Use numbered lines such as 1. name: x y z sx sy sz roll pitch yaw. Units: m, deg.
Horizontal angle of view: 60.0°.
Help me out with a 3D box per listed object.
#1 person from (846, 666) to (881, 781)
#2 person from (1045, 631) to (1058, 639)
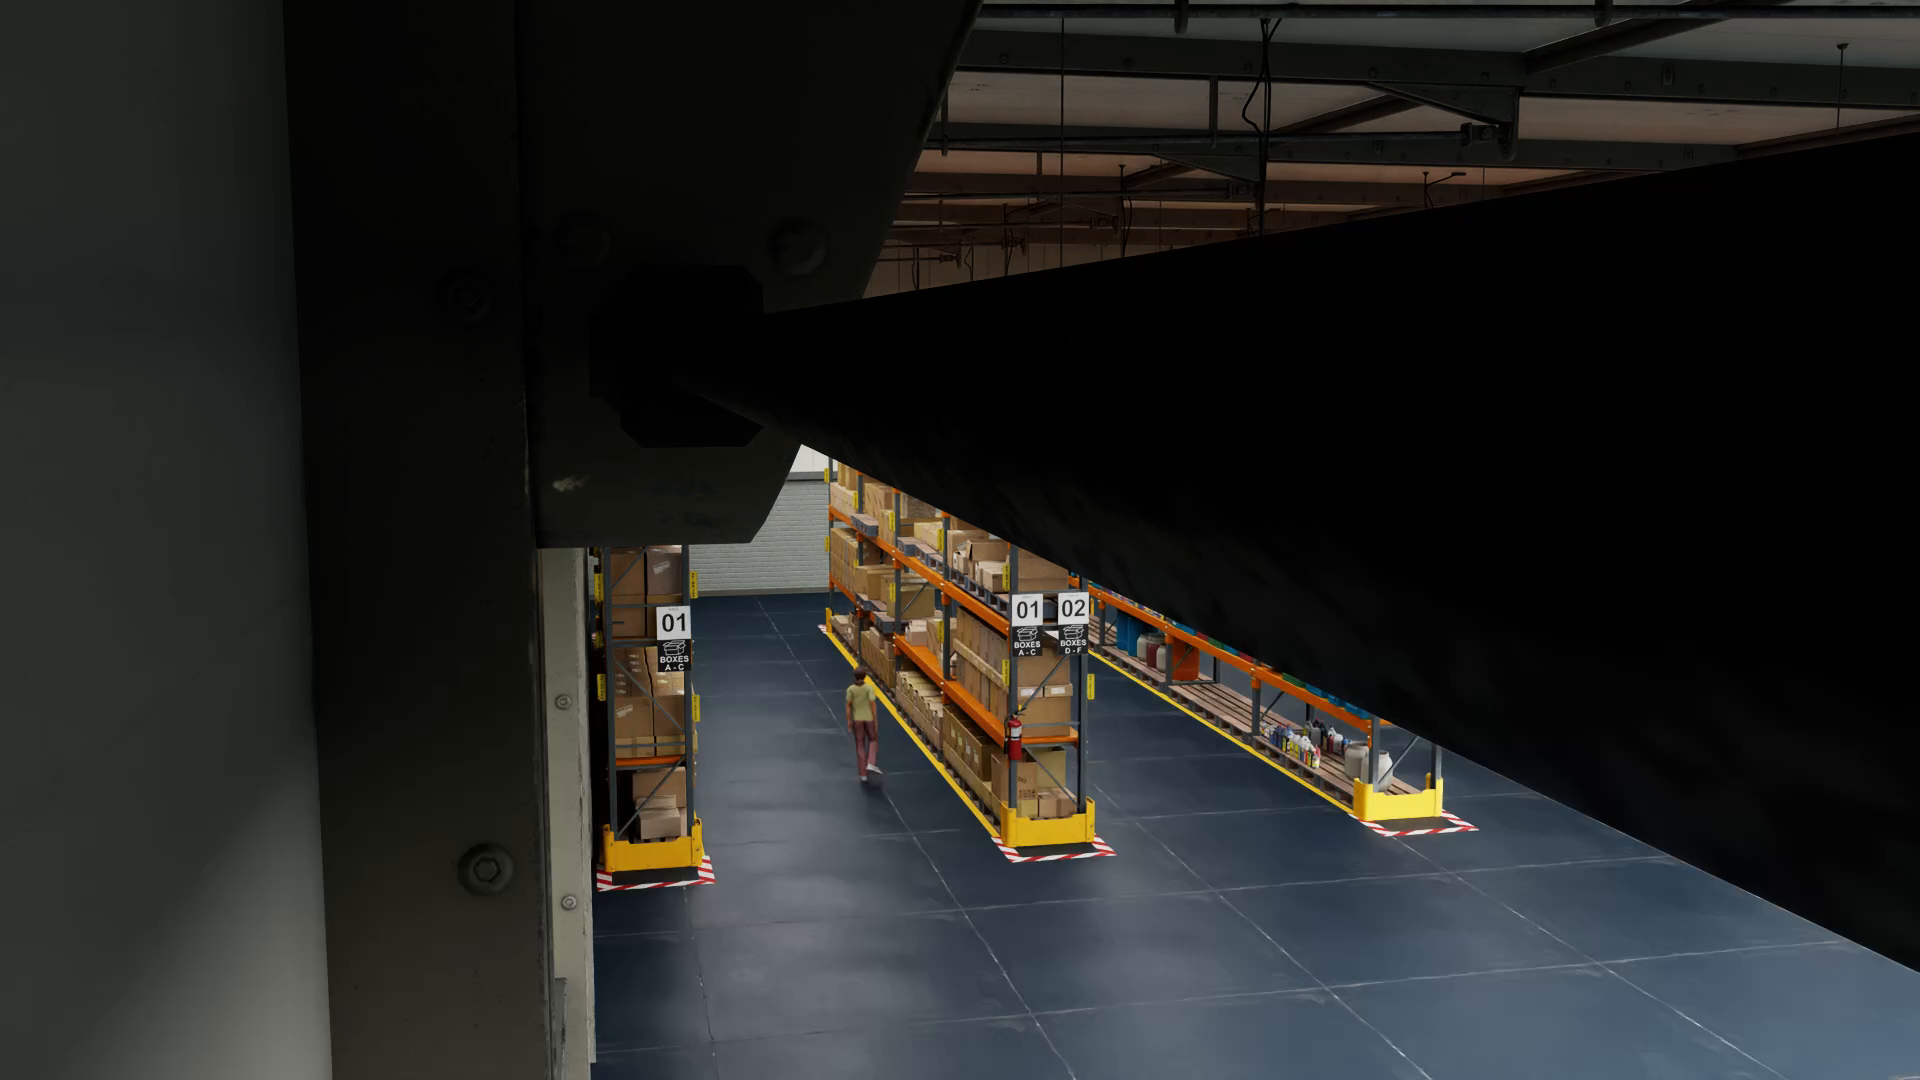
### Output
1. person: -1.398 2.646 24.078 0.512 1.662 0.471 0 7 -4
2. person: 1.475 2.066 28.593 0.593 1.764 0.504 -1 7 -10
